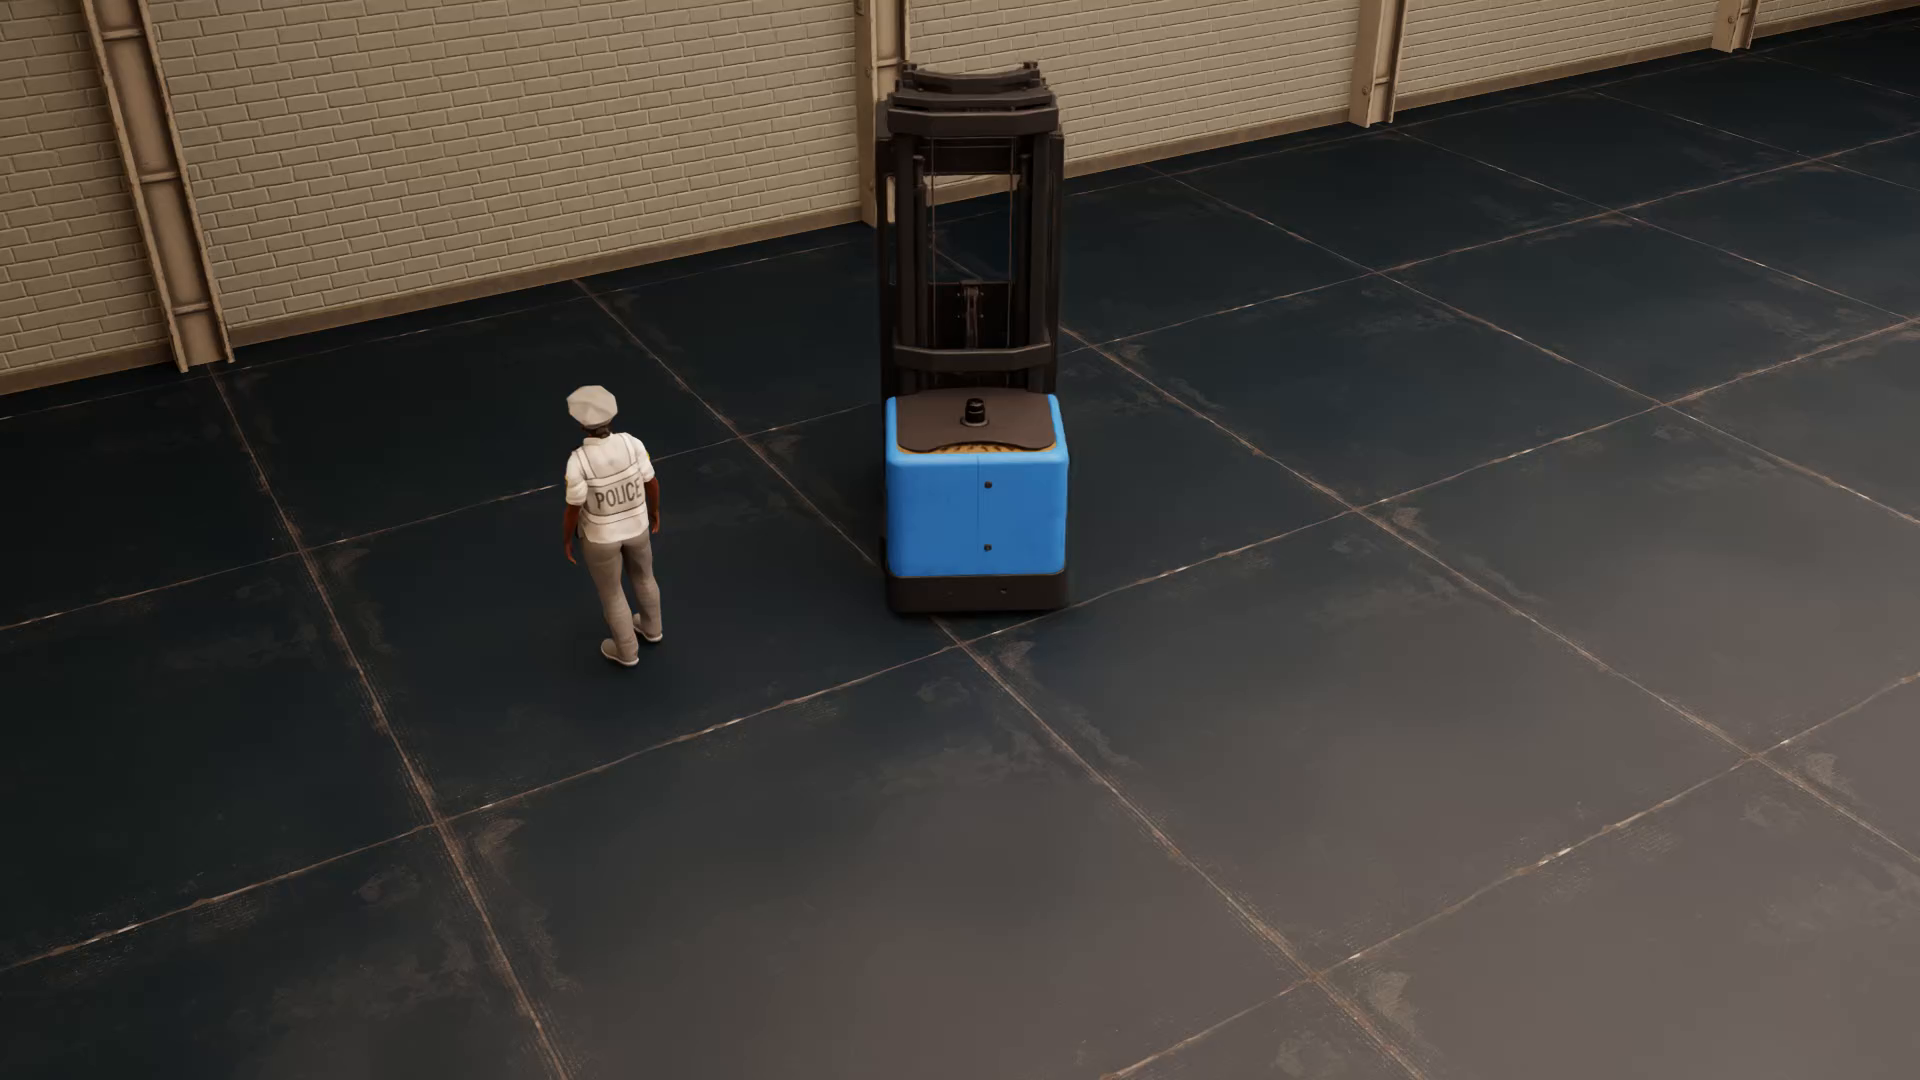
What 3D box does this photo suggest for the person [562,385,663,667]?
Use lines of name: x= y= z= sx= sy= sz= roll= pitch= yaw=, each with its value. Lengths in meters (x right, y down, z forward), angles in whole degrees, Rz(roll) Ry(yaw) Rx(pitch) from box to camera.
person: x=-1.903 y=-0.086 z=8.992 sx=0.568 sy=1.697 sz=0.523 roll=-20 pitch=36 yaw=-30

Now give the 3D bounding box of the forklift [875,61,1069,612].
forklift: x=0.045 y=-1.560 z=10.252 sx=1.130 sy=2.935 sz=3.031 roll=-1 pitch=31 yaw=-2
